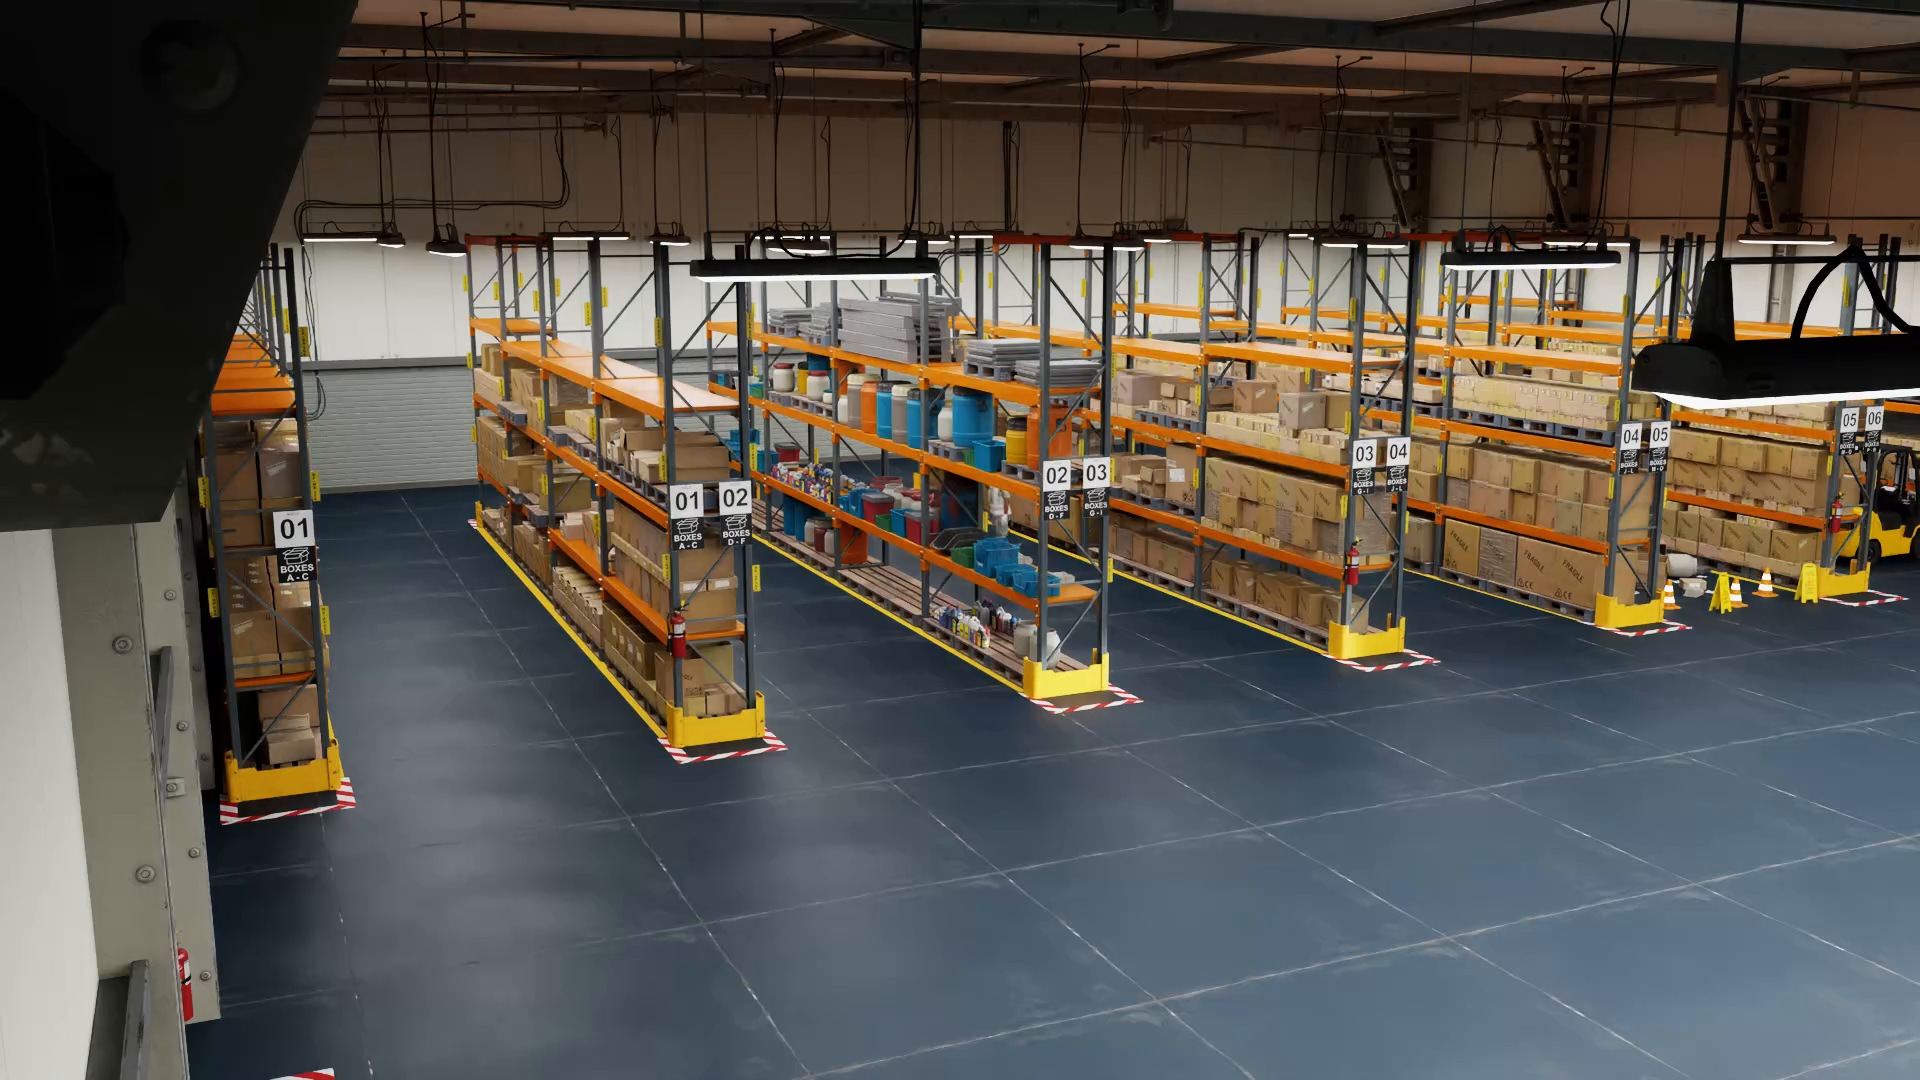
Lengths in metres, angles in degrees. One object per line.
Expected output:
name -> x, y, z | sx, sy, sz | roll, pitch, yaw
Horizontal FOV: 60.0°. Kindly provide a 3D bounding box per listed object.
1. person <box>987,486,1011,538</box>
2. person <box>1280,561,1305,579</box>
person -> 0.665, -0.433, 29.086 | 0.394, 1.797, 0.646 | -5, 12, -22
person -> 5.733, 0.030, 28.673 | 0.456, 1.654, 0.349 | 5, 12, 25
